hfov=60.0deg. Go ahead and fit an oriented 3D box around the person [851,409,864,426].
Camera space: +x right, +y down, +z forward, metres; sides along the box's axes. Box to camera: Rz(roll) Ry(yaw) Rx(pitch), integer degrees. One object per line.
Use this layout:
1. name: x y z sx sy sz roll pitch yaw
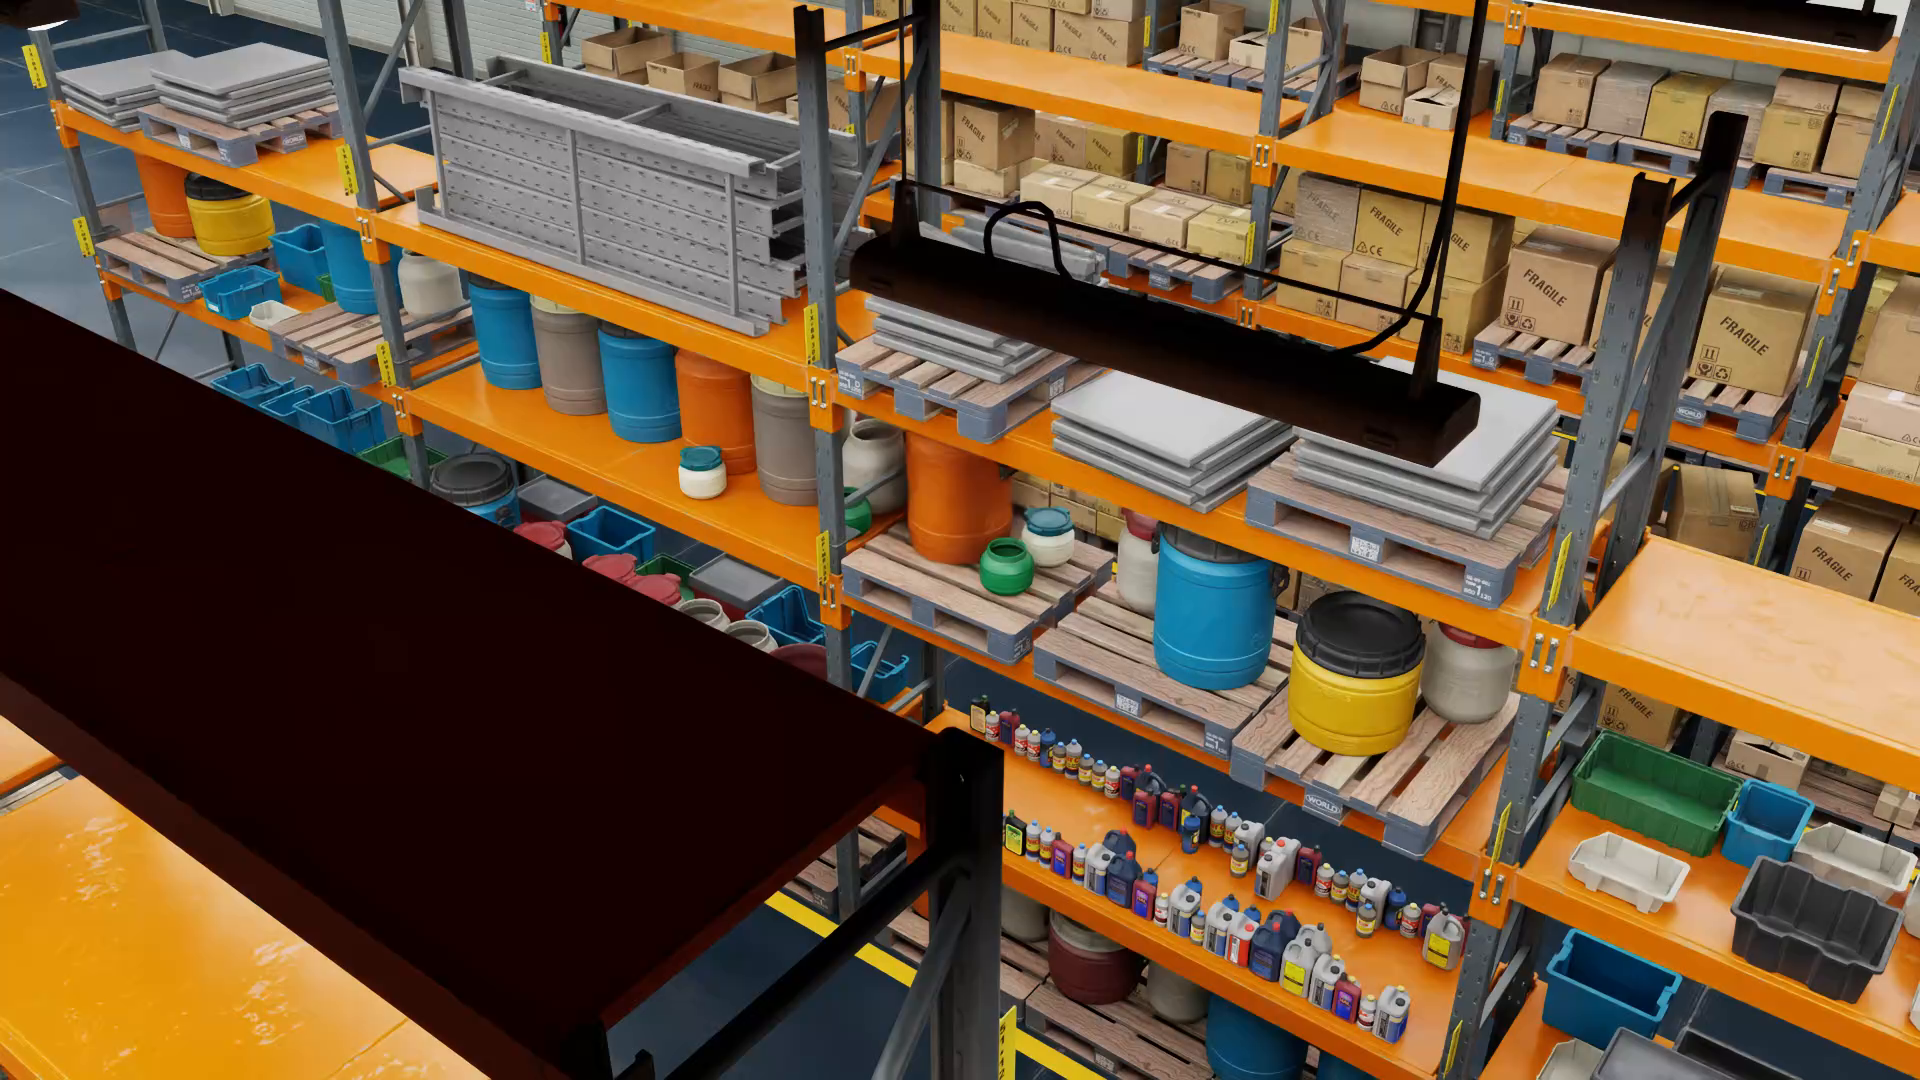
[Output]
1. person: -1.146 -0.922 15.090 0.601 1.756 0.493 -27 40 -36
